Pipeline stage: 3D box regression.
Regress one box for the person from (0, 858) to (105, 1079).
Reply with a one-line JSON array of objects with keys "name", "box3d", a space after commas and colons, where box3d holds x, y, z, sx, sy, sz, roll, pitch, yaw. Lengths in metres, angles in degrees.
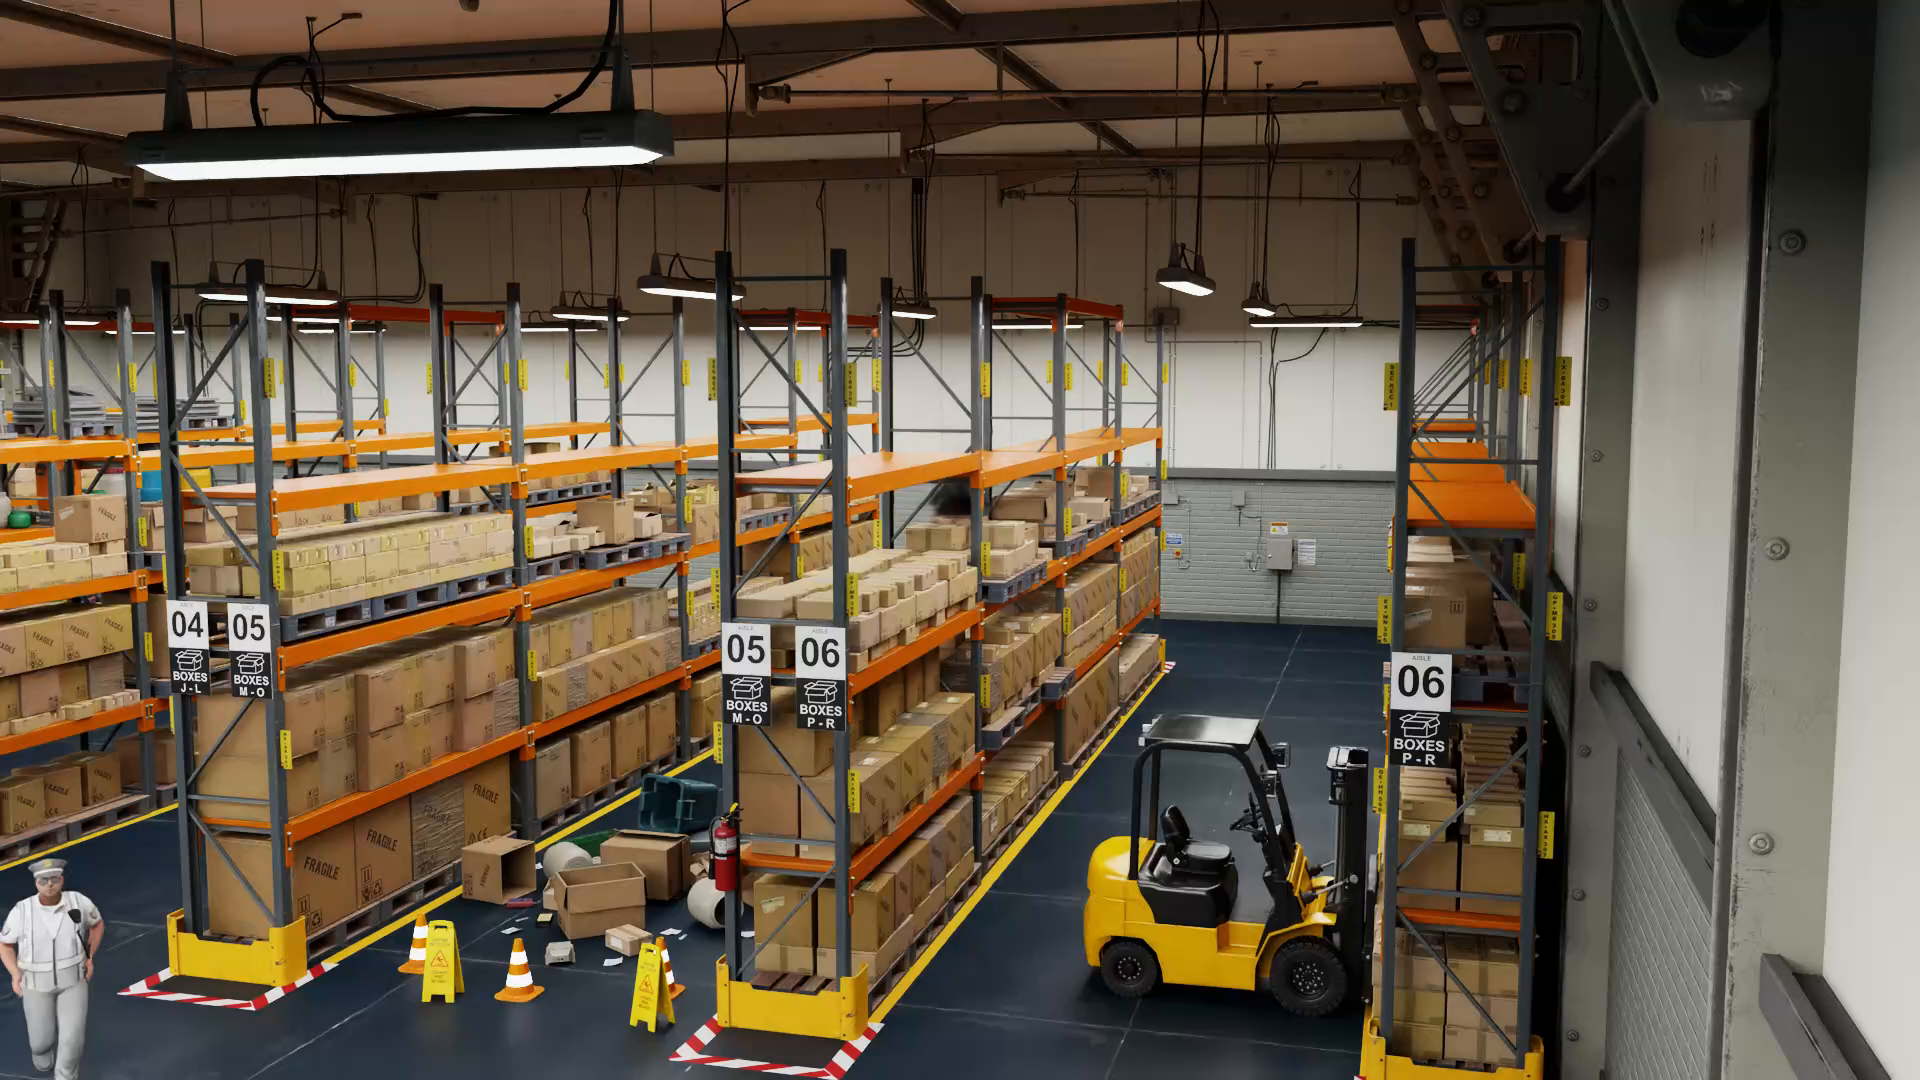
[{"name": "person", "box3d": [-6.365, 3.078, 11.698, 0.668, 1.750, 0.736, -4, 7, -32]}]
